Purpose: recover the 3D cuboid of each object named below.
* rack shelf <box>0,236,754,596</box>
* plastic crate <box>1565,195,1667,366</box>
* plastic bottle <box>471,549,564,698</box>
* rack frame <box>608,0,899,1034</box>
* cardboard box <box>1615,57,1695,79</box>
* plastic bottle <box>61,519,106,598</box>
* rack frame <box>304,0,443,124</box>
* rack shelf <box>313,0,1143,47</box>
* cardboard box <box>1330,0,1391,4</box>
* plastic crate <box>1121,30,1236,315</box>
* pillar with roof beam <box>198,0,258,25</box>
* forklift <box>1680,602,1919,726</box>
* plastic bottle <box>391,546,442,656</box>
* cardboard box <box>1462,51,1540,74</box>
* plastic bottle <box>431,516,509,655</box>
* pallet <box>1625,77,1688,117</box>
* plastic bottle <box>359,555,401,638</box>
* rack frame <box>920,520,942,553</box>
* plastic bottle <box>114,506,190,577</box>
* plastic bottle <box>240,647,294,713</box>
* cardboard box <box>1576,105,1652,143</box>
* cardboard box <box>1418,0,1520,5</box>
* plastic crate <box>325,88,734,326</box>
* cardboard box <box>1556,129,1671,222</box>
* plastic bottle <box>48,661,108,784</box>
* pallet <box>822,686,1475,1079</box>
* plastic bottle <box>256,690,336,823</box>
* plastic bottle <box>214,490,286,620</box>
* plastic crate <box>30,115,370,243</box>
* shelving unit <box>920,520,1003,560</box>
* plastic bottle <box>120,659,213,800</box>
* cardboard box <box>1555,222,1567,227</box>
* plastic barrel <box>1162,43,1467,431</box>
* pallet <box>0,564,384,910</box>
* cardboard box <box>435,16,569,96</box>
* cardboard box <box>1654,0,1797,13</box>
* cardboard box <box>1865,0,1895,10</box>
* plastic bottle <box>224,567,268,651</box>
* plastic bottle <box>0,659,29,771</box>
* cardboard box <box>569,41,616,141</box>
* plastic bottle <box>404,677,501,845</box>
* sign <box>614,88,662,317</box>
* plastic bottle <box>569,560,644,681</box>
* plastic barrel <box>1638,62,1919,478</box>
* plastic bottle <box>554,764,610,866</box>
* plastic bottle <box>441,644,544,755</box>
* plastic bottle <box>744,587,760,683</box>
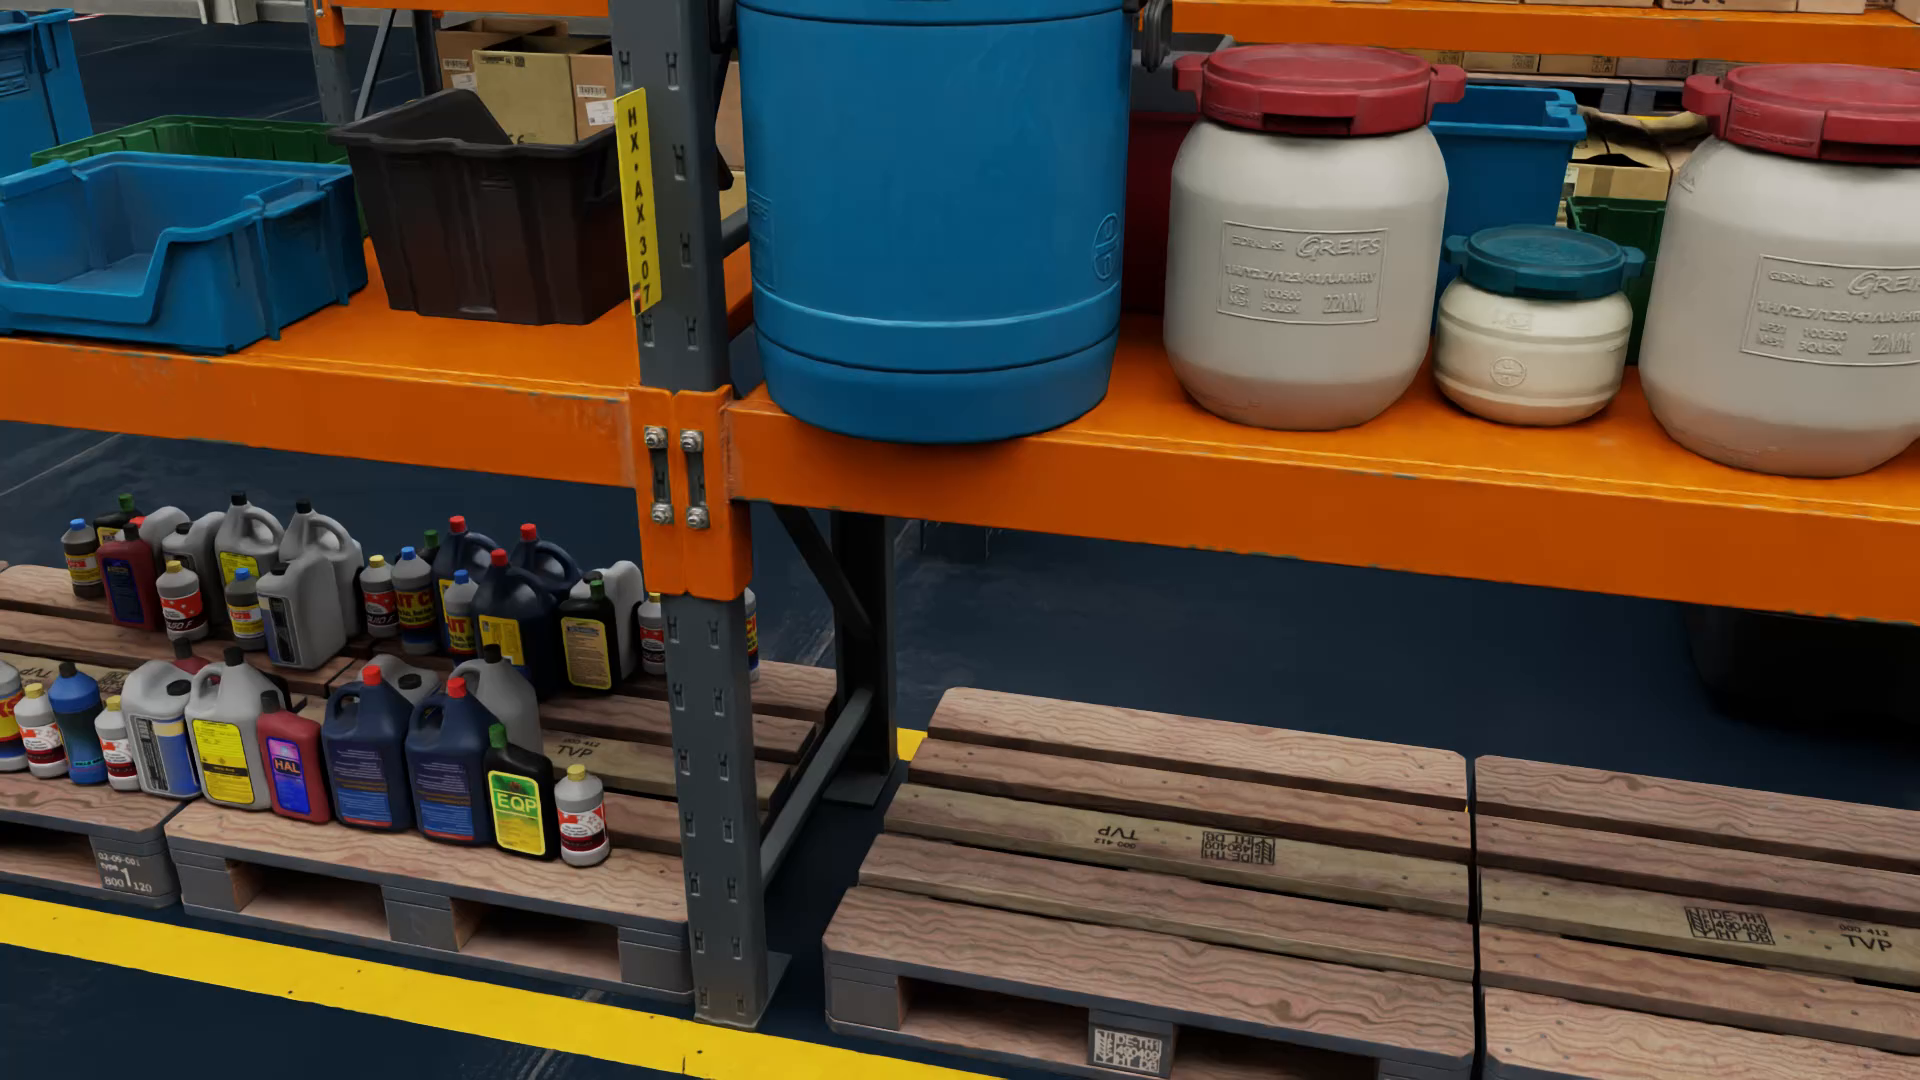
[{"bbox_3d":[-2.273,-0.498,3.644,4.000,0.370,1.077,6,26,13],"label":"rack shelf"},{"bbox_3d":[1.421,-0.444,2.941,0.662,0.188,0.450,6,26,13],"label":"plastic crate"},{"bbox_3d":[-1.050,0.189,3.933,0.185,0.351,0.144,6,26,13],"label":"plastic bottle"},{"bbox_3d":[-0.336,-0.609,3.040,0.127,3.000,1.000,6,26,13],"label":"rack frame"},{"bbox_3d":[4.825,-3.534,11.580,0.500,0.500,0.700,6,26,13],"label":"cardboard box"},{"bbox_3d":[-2.322,0.042,4.417,0.097,0.201,0.097,0,25,0],"label":"plastic bottle"},{"bbox_3d":[-2.972,-3.099,8.270,0.127,3.000,1.000,6,26,13],"label":"rack frame"},{"bbox_3d":[-1.035,-2.560,7.975,4.000,0.370,1.077,6,26,13],"label":"rack shelf"},{"bbox_3d":[1.709,-2.377,7.046,0.250,0.149,0.380,6,26,13],"label":"cardboard box"},{"bbox_3d":[0.210,-0.714,3.185,0.583,0.464,0.402,6,26,13],"label":"plastic crate"},{"bbox_3d":[-7.732,-7.006,9.497,0.400,9.000,9.100,6,26,13],"label":"pillar with roof beam"},{"bbox_3d":[3.505,-0.916,3.764,3.031,2.935,1.130,7,26,14],"label":"forklift"},{"bbox_3d":[-1.349,0.145,4.119,0.097,0.271,0.097,0,25,0],"label":"plastic bottle"},{"bbox_3d":[3.846,-3.626,11.772,0.500,0.500,0.700,7,26,14],"label":"cardboard box"},{"bbox_3d":[-1.197,0.109,4.102,0.185,0.351,0.144,5,26,11],"label":"plastic bottle"},{"bbox_3d":[5.249,-3.131,11.580,1.213,0.211,1.003,6,26,13],"label":"pallet"},{"bbox_3d":[-1.465,0.136,4.218,0.097,0.201,0.097,0,25,0],"label":"plastic bottle"},{"bbox_3d":[-0.091,-0.416,5.078,0.006,0.900,0.240,6,26,13],"label":"rack frame"},{"bbox_3d":[-2.084,0.046,4.320,0.135,0.276,0.152,7,26,13],"label":"plastic bottle"},{"bbox_3d":[-1.529,0.369,3.633,0.133,0.283,0.061,6,26,13],"label":"plastic bottle"},{"bbox_3d":[2.839,-1.785,7.568,0.500,0.311,0.500,6,26,12],"label":"cardboard box"},{"bbox_3d":[2.152,-2.571,7.044,0.500,0.500,0.500,8,27,17],"label":"cardboard box"},{"bbox_3d":[-0.811,-0.690,3.282,0.504,0.338,0.767,6,26,13],"label":"plastic crate"},{"bbox_3d":[2.729,-1.560,7.095,0.500,0.311,0.500,7,26,14],"label":"cardboard box"},{"bbox_3d":[-1.906,0.389,3.606,0.097,0.271,0.097,0,25,0],"label":"plastic bottle"},{"bbox_3d":[0.435,0.718,3.497,1.213,0.211,1.003,6,26,13],"label":"pallet"},{"bbox_3d":[-1.385,0.449,3.465,0.133,0.283,0.061,8,27,16],"label":"plastic bottle"},{"bbox_3d":[-1.789,0.043,4.239,0.185,0.351,0.144,7,26,15],"label":"plastic bottle"},{"bbox_3d":[-1.580,-0.776,3.638,0.662,0.188,0.450,6,26,13],"label":"plastic crate"},{"bbox_3d":[0.008,-0.405,5.055,0.210,0.900,0.258,6,26,13],"label":"shelving unit"},{"bbox_3d":[-1.686,0.399,3.579,0.135,0.276,0.152,7,26,14],"label":"plastic bottle"},{"bbox_3d":[2.720,-1.308,7.219,0.500,0.250,0.500,7,26,14],"label":"cardboard box"},{"bbox_3d":[0.536,-0.477,2.604,0.433,0.535,0.433,0,25,0],"label":"plastic barrel"},{"bbox_3d":[-2.161,0.431,4.099,1.213,0.211,1.003,6,26,13],"label":"pallet"},{"bbox_3d":[-2.379,-2.452,8.749,0.500,0.500,0.500,6,26,13],"label":"cardboard box"},{"bbox_3d":[3.146,-2.461,6.813,0.500,0.500,0.500,5,26,10],"label":"cardboard box"},{"bbox_3d":[3.958,-2.379,6.861,0.500,0.311,0.500,6,26,12],"label":"cardboard box"},{"bbox_3d":[-1.776,0.166,4.156,0.097,0.201,0.097,0,25,0],"label":"plastic bottle"},{"bbox_3d":[-2.102,0.367,3.651,0.097,0.271,0.097,0,25,0],"label":"plastic bottle"},{"bbox_3d":[-1.536,-2.135,8.082,0.500,0.500,0.500,6,26,13],"label":"cardboard box"},{"bbox_3d":[-1.031,0.439,3.408,0.185,0.351,0.144,6,26,12],"label":"plastic bottle"},{"bbox_3d":[-0.483,-0.506,2.502,0.005,0.325,0.100,6,26,13],"label":"sign"},{"bbox_3d":[-0.855,0.182,4.035,0.135,0.276,0.152,7,26,15],"label":"plastic bottle"},{"bbox_3d":[1.247,-0.398,2.439,0.433,0.535,0.433,0,25,0],"label":"plastic barrel"},{"bbox_3d":[-0.765,0.547,3.356,0.097,0.201,0.097,0,25,0],"label":"plastic bottle"},{"bbox_3d":[-0.995,0.379,3.534,0.185,0.351,0.144,6,26,13],"label":"plastic bottle"},{"bbox_3d":[-0.535,0.208,3.987,0.097,0.271,0.097,0,25,0],"label":"plastic bottle"}]
